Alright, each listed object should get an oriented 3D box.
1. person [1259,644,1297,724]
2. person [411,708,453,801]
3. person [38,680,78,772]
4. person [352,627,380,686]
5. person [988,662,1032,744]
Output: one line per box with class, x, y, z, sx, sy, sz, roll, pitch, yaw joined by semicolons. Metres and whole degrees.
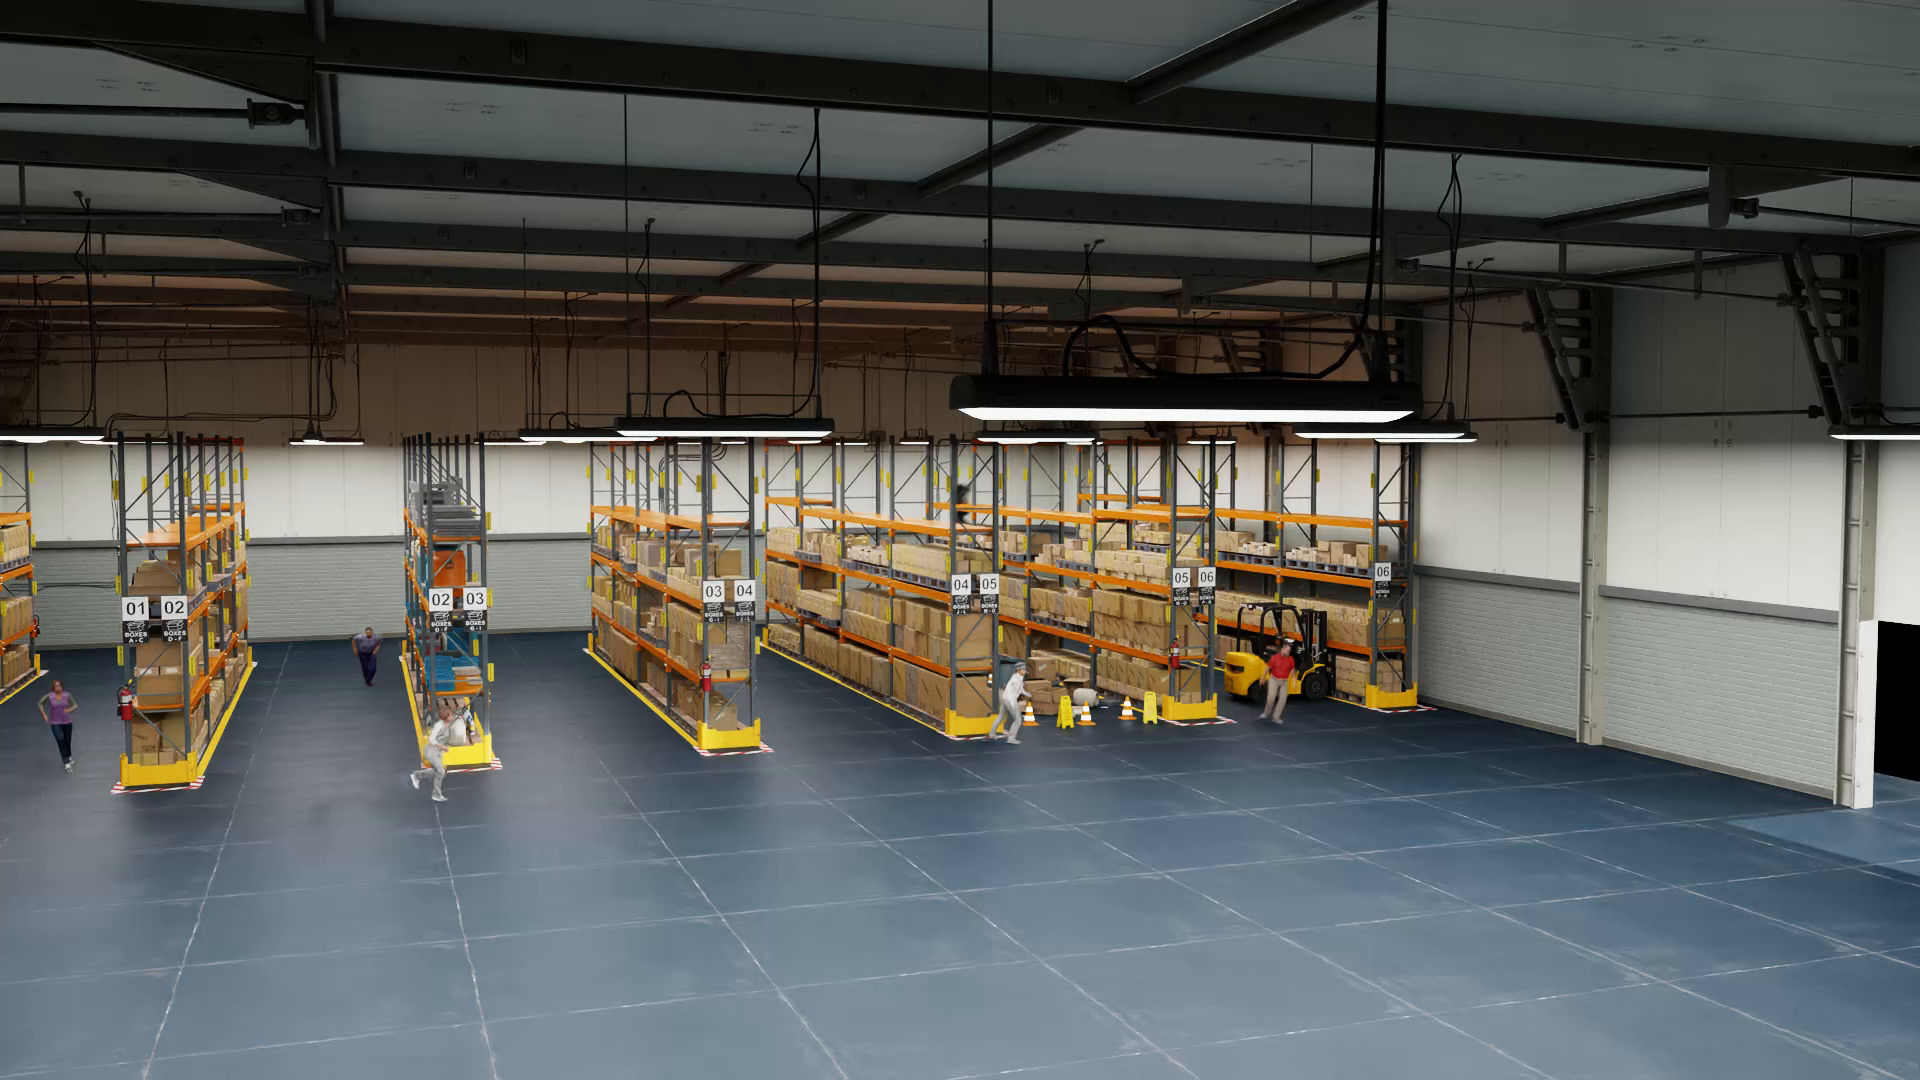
person;6.605;2.971;34.544;0.703;1.684;0.599;-1;3;-15
person;-8.553;3.486;26.930;0.723;1.539;0.531;0;3;7
person;-16.017;3.281;29.553;0.607;1.614;0.781;-2;4;-35
person;-14.226;2.795;39.840;0.629;1.473;0.776;-2;4;-27
person;0.978;3.149;32.265;0.855;1.607;0.651;0;3;-4
